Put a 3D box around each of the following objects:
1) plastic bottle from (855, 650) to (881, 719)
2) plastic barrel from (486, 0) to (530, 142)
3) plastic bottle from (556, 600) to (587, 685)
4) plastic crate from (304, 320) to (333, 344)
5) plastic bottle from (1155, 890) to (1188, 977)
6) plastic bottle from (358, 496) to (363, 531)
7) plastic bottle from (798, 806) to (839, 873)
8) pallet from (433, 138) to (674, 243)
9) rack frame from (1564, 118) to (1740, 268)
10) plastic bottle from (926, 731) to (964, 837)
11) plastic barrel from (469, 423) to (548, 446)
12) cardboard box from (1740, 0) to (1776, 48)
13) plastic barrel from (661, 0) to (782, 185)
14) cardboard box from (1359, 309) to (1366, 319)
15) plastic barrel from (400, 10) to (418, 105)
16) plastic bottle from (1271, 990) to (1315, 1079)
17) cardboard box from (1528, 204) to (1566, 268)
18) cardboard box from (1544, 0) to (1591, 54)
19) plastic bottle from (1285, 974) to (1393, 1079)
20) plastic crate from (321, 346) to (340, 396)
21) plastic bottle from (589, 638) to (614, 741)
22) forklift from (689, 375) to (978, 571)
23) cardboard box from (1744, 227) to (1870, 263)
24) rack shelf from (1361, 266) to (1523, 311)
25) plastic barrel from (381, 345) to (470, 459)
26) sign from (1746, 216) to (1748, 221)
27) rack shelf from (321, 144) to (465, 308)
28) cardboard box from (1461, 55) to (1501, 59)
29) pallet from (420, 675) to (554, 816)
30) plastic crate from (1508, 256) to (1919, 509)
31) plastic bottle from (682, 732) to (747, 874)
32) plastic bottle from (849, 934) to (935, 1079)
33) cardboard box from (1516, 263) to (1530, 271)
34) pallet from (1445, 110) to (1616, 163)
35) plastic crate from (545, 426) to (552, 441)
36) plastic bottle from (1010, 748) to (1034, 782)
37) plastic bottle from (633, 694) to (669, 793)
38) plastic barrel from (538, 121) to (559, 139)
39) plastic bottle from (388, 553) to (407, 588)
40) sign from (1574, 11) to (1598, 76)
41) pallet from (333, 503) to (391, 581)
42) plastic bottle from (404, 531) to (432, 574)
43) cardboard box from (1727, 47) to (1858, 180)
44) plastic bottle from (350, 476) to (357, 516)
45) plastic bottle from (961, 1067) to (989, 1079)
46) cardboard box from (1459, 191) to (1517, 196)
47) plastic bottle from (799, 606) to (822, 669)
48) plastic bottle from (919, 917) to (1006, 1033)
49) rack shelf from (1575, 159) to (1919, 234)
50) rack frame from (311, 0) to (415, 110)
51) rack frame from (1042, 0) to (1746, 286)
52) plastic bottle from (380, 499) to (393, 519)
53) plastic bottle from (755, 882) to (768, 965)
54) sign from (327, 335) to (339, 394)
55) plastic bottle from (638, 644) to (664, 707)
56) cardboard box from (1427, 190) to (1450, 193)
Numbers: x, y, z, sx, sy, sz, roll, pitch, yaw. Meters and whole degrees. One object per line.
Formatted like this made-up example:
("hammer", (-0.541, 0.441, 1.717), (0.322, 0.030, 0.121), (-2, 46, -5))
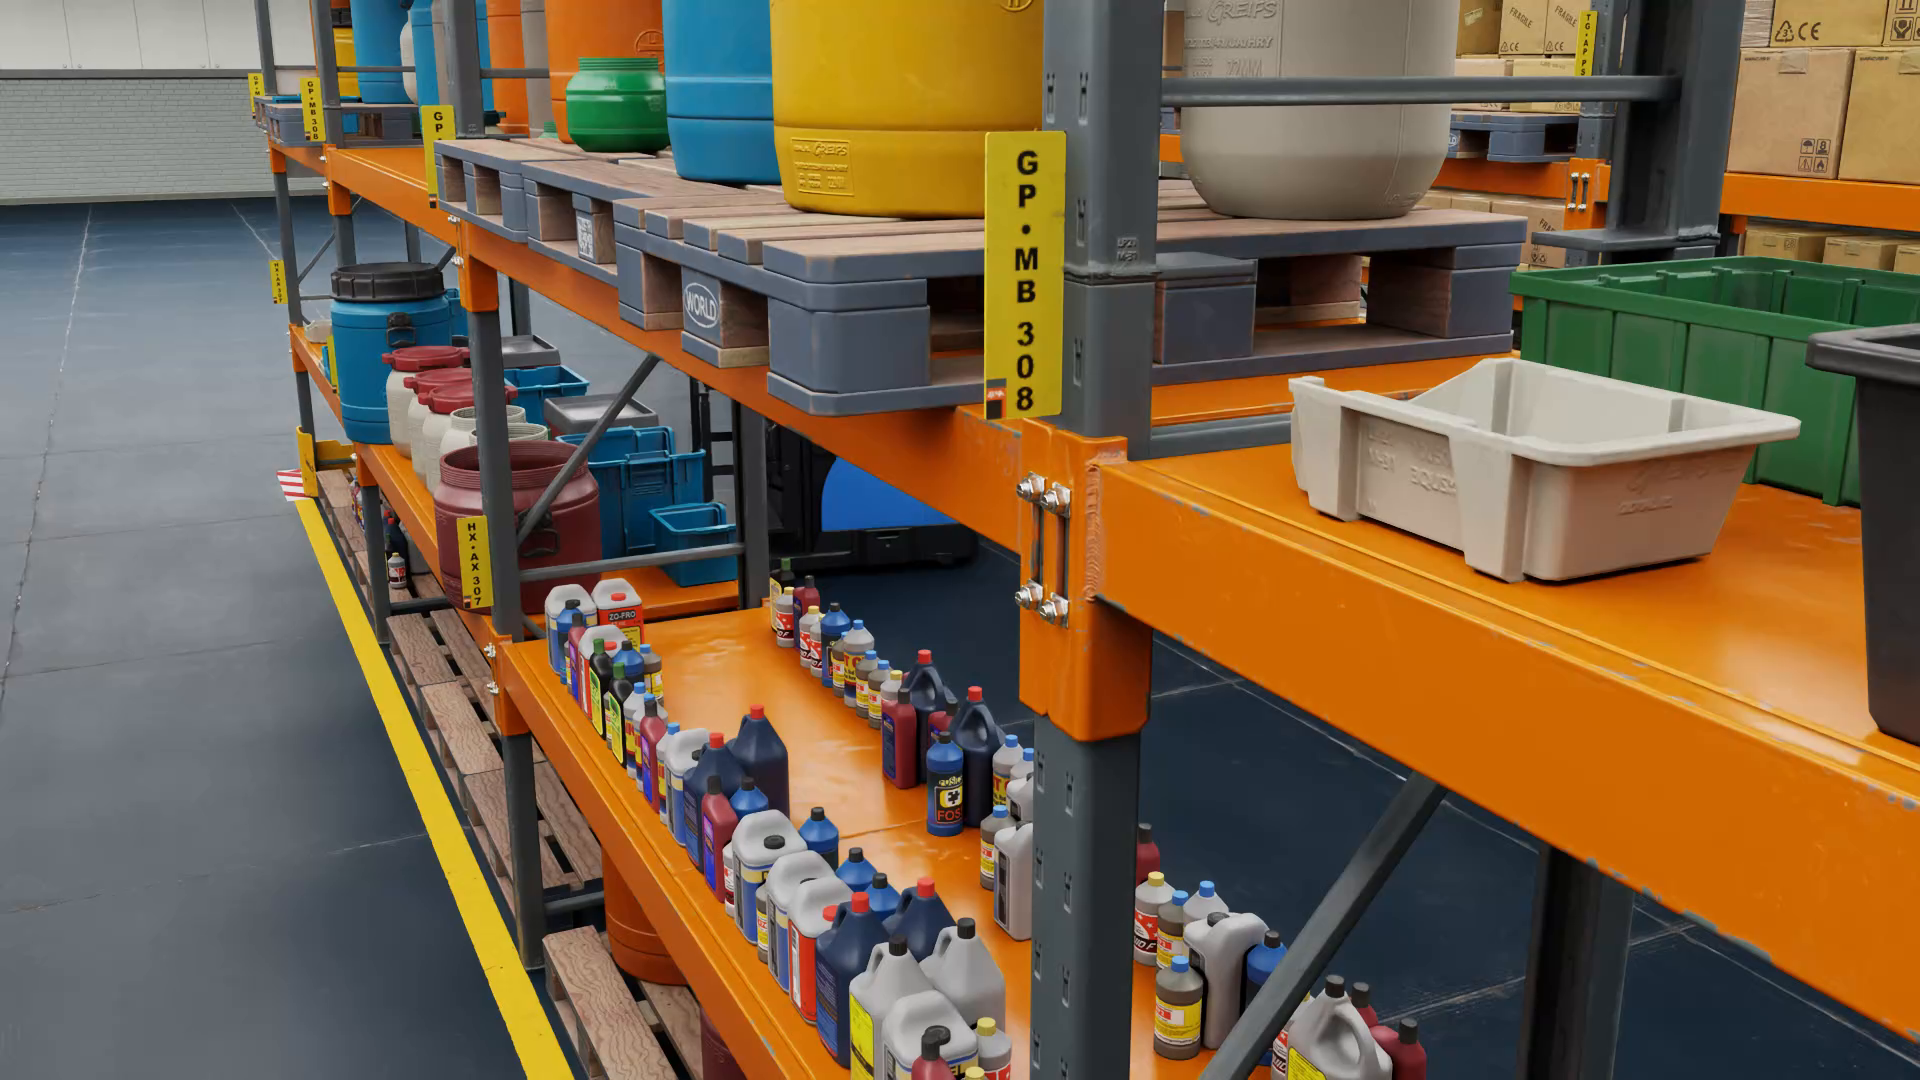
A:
("plastic bottle", (-0.274, 0.441, 5.135), (0.097, 0.201, 0.097), (0, 16, 0))
("plastic barrel", (-1.634, -1.952, 6.898), (0.600, 0.830, 0.708), (-8, 18, -25))
("plastic bottle", (-1.258, 0.329, 5.401), (0.097, 0.271, 0.097), (0, 16, 0))
("plastic crate", (-4.585, -1.508, 12.045), (0.298, 0.136, 0.250), (-8, 18, -25))
("plastic bottle", (0.480, 0.868, 3.648), (0.097, 0.201, 0.097), (0, 16, 0))
("plastic bottle", (-3.980, -0.198, 11.153), (0.097, 0.271, 0.097), (0, 16, 0))
("plastic bottle", (-0.332, 0.757, 3.907), (0.097, 0.271, 0.097), (0, 16, 0))
("pallet", (-0.936, -1.061, 4.915), (1.003, 0.211, 1.213), (-8, 18, -25))
("rack frame", (3.271, -0.509, 8.087), (1.000, 3.000, 0.127), (-8, 18, -25))
("plastic bottle", (-0.039, 0.631, 4.346), (0.097, 0.271, 0.097), (0, 16, 0))
("plastic barrel", (-1.826, -0.195, 6.788), (0.421, 0.512, 0.421), (0, 16, 0))
("cardboard box", (3.457, -2.371, 7.142), (0.500, 0.500, 0.500), (-8, 18, -25))
("plastic barrel", (-0.316, -1.209, 3.418), (0.600, 0.901, 0.708), (-8, 18, -25))
("cardboard box", (2.291, -1.102, 9.971), (0.500, 0.500, 0.500), (-8, 18, -25))
("plastic barrel", (-2.948, -2.731, 9.429), (0.421, 0.512, 0.421), (0, 16, 0))
("plastic bottle", (0.667, 0.974, 3.280), (0.097, 0.201, 0.097), (0, 16, 0))
("cardboard box", (5.261, -2.602, 14.254), (0.500, 0.500, 0.500), (-8, 18, -25))
("cardboard box", (5.256, -4.308, 13.855), (0.500, 0.500, 0.500), (-7, 17, -22))
("plastic bottle", (0.689, 0.967, 3.031), (0.144, 0.351, 0.185), (-8, 18, -25))
("plastic crate", (-3.664, -1.074, 10.323), (0.499, 0.251, 0.616), (-8, 18, -25))
("plastic bottle", (-1.064, 0.444, 4.976), (0.061, 0.283, 0.133), (-8, 18, -25))
("forklift", (-1.455, -1.278, 10.892), (3.031, 2.935, 1.130), (-4, 16, -12))
("cardboard box", (6.401, -2.090, 12.618), (0.700, 0.500, 0.500), (-6, 17, -19))
("rack shelf", (5.094, -2.251, 15.460), (1.077, 0.370, 4.000), (-8, 18, -25))
("plastic barrel", (-2.714, -0.705, 8.523), (0.433, 0.535, 0.433), (0, 16, 0))
("sign", (6.468, -2.725, 13.710), (0.100, 0.325, 0.005), (-8, 18, -25))
("rack shelf", (-2.059, -1.504, 7.418), (1.077, 0.370, 4.000), (-8, 18, -25))
("cardboard box", (4.828, -4.083, 14.885), (0.500, 0.500, 0.500), (-6, 17, -21))
("pallet", (-2.018, 0.930, 8.128), (1.003, 0.211, 1.213), (-8, 18, -25))
("plastic crate", (1.027, -0.191, 1.925), (0.450, 0.188, 0.662), (-8, 18, -25))
("plastic bottle", (-0.610, 0.642, 4.164), (0.144, 0.351, 0.185), (-8, 18, -25))
("plastic bottle", (-0.128, 0.915, 3.212), (0.144, 0.351, 0.185), (-8, 18, -25))
("cardboard box", (5.045, -2.366, 14.794), (0.500, 0.250, 0.500), (-8, 18, -25))
("pallet", (2.894, -2.018, 8.248), (1.213, 0.211, 1.003), (-7, 17, -22))
("plastic crate", (-1.919, -0.404, 8.104), (0.450, 0.188, 0.662), (-8, 18, -25))
("plastic bottle", (0.175, 0.662, 4.239), (0.097, 0.271, 0.097), (0, 16, 0))
("plastic bottle", (-0.853, 0.558, 4.602), (0.097, 0.271, 0.097), (0, 16, 0))
("plastic barrel", (-1.337, -1.334, 5.804), (0.294, 0.245, 0.294), (0, 16, 0))
("plastic bottle", (-3.375, 0.178, 9.969), (0.097, 0.201, 0.097), (0, 16, 0))
("sign", (2.769, -2.173, 7.365), (0.100, 0.325, 0.005), (-8, 18, -25))
("pallet", (-3.731, -0.038, 11.499), (1.003, 0.211, 1.213), (-8, 18, -25))
("plastic bottle", (-3.347, 0.016, 10.262), (0.144, 0.351, 0.185), (-8, 18, -25))
("cardboard box", (3.716, -1.769, 6.856), (0.910, 0.500, 0.500), (-8, 18, -25))
("plastic bottle", (-4.174, -0.308, 11.535), (0.097, 0.271, 0.097), (0, 16, 0))
("plastic bottle", (0.027, 1.051, 3.010), (0.097, 0.201, 0.097), (0, 16, 0))
("cardboard box", (5.057, -3.046, 15.802), (0.500, 0.500, 0.500), (-8, 18, -26))
("plastic bottle", (-0.487, 0.321, 5.556), (0.097, 0.201, 0.097), (0, 16, 0))
("plastic bottle", (0.002, 0.898, 3.273), (0.144, 0.351, 0.185), (-8, 18, -25))
("rack shelf", (4.147, -1.109, 6.045), (1.077, 0.370, 4.000), (-8, 18, -25))
("rack frame", (-2.936, -3.787, 8.634), (1.000, 3.000, 0.127), (-8, 18, -25))
("rack frame", (0.569, -1.803, 1.721), (1.000, 3.000, 0.127), (-8, 18, -25))
("plastic bottle", (-3.702, -0.094, 10.646), (0.144, 0.351, 0.185), (-8, 18, -25))
("plastic bottle", (-0.409, 0.843, 3.737), (0.097, 0.201, 0.097), (0, 16, 0))
("sign", (-3.435, -0.973, 9.201), (0.100, 0.325, 0.005), (-8, 18, -25))
("plastic bottle", (-0.977, 0.425, 5.191), (0.097, 0.201, 0.097), (0, 16, 0))
("cardboard box", (4.364, -3.112, 16.033), (0.500, 0.500, 0.500), (-8, 18, -25))
